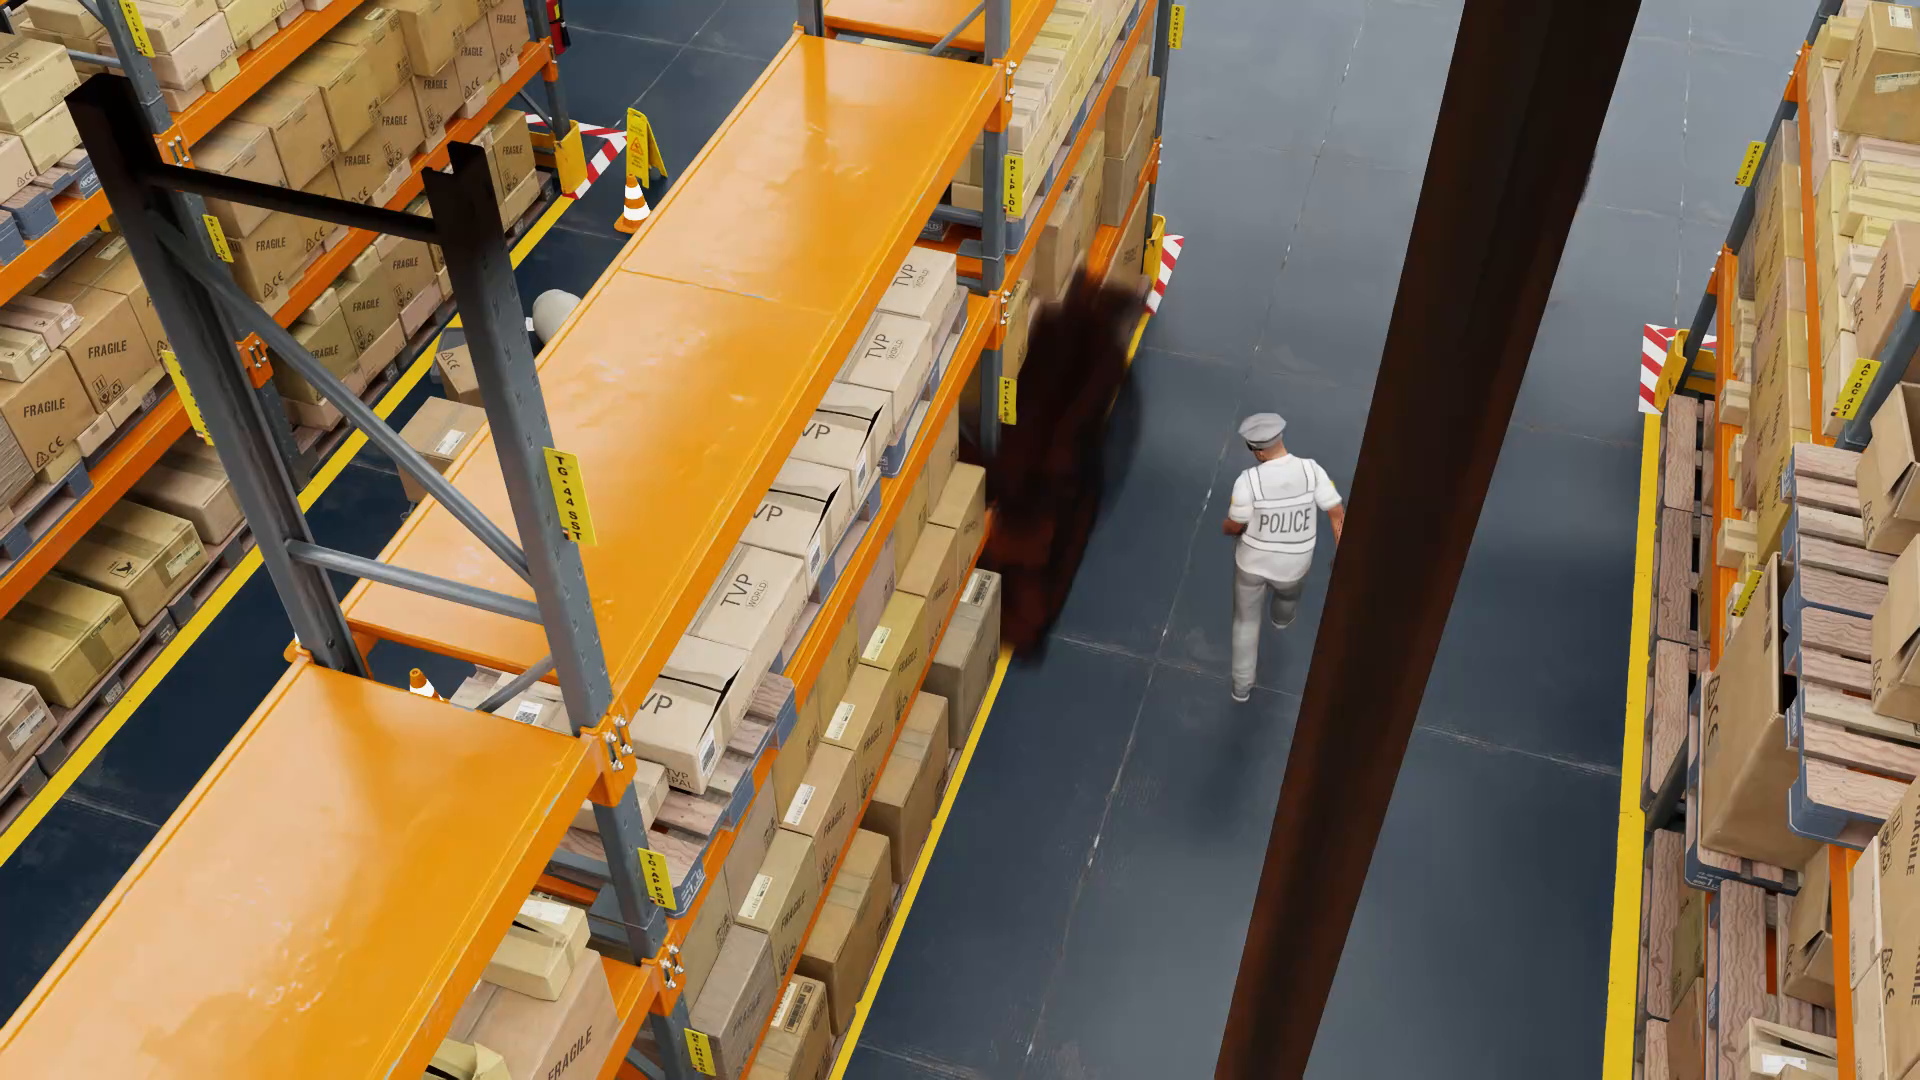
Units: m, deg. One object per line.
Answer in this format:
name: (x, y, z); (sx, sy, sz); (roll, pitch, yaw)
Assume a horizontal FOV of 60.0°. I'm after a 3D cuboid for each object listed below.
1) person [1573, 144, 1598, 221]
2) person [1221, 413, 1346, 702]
person: (4.343, -2.426, 12.304); (0.548, 1.732, 0.550); (2, 46, 2)
person: (1.833, 0.106, 9.484); (0.755, 1.709, 0.956); (12, 47, 12)
